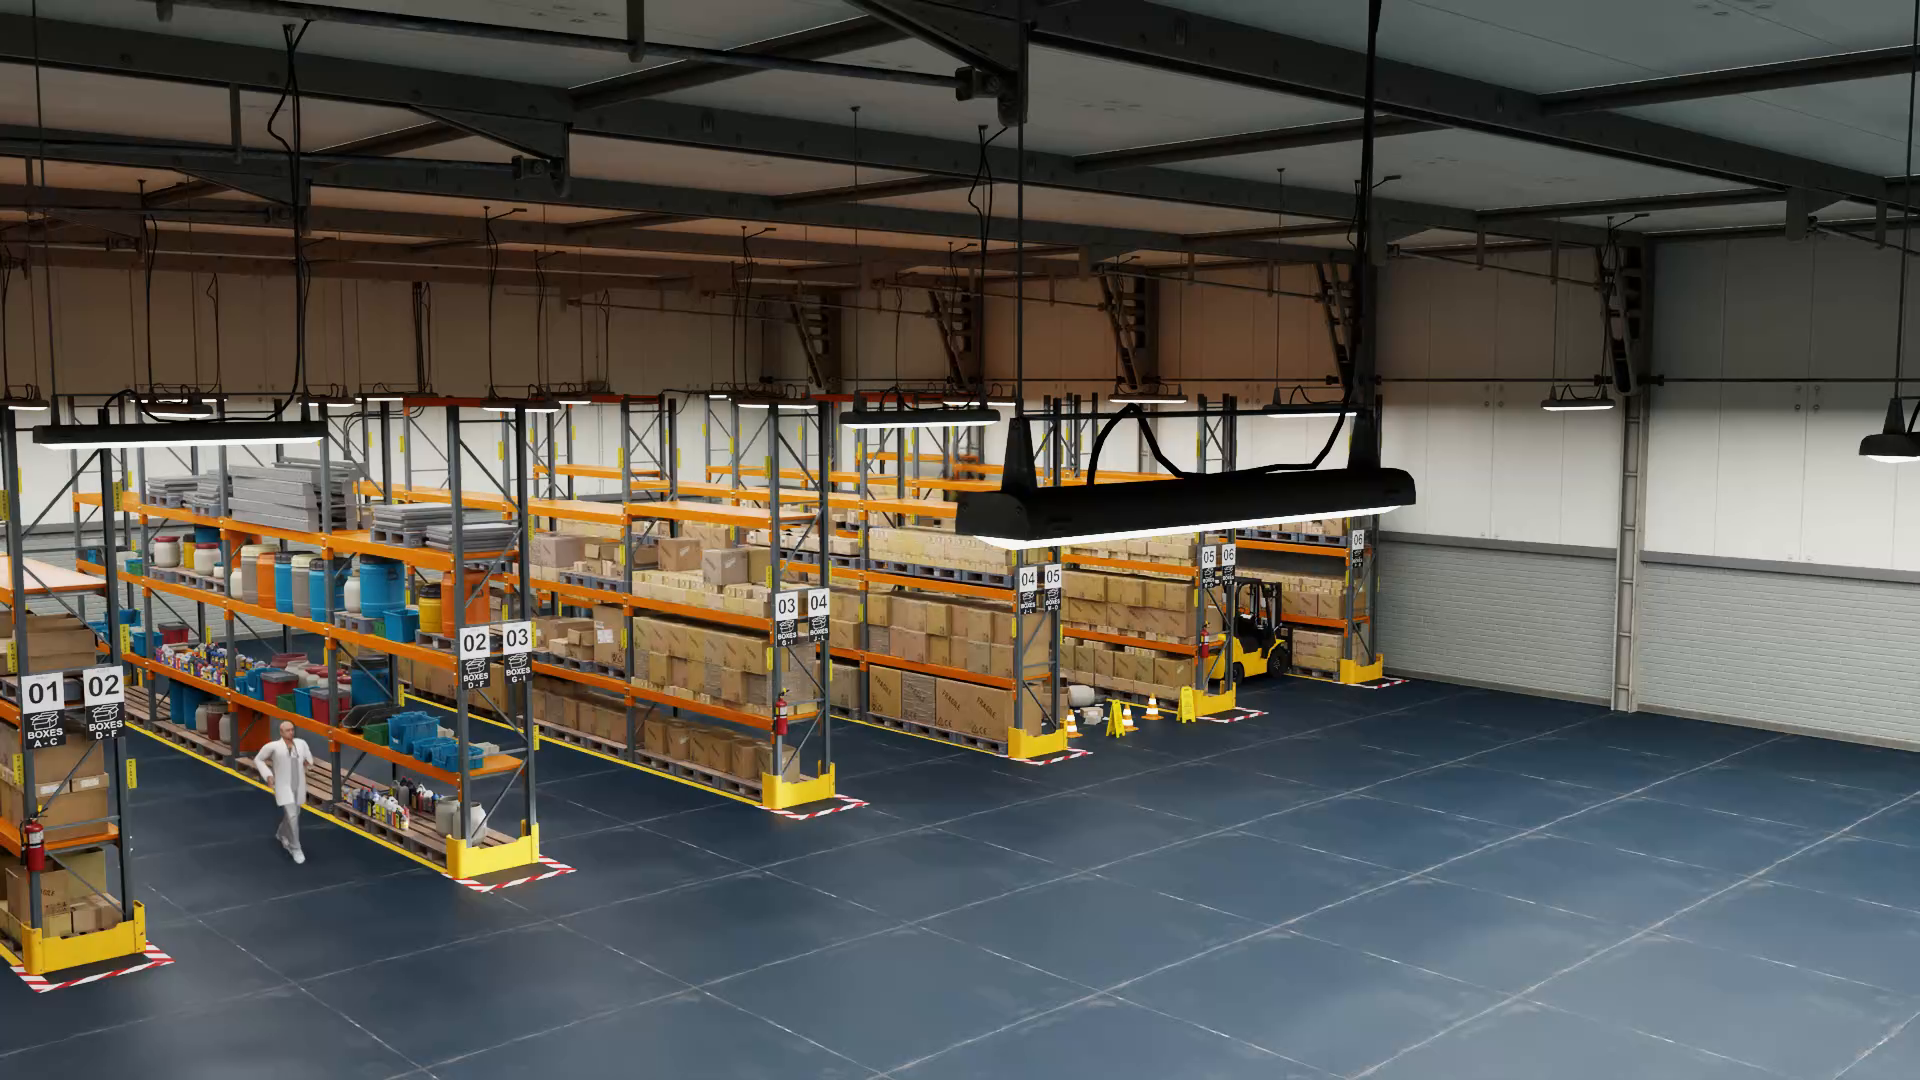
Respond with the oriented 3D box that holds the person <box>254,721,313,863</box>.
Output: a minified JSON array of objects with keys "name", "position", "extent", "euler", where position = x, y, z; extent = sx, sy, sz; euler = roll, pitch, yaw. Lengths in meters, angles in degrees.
[{"name":"person","position":[-8.915,3.350,22.080],"extent":[0.876,1.734,0.694],"euler":[4,7,38]}]

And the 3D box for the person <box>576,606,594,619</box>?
[{"name":"person","position":[-9.383,1.444,41.547],"extent":[0.693,1.742,0.831],"euler":[5,8,43]}]
